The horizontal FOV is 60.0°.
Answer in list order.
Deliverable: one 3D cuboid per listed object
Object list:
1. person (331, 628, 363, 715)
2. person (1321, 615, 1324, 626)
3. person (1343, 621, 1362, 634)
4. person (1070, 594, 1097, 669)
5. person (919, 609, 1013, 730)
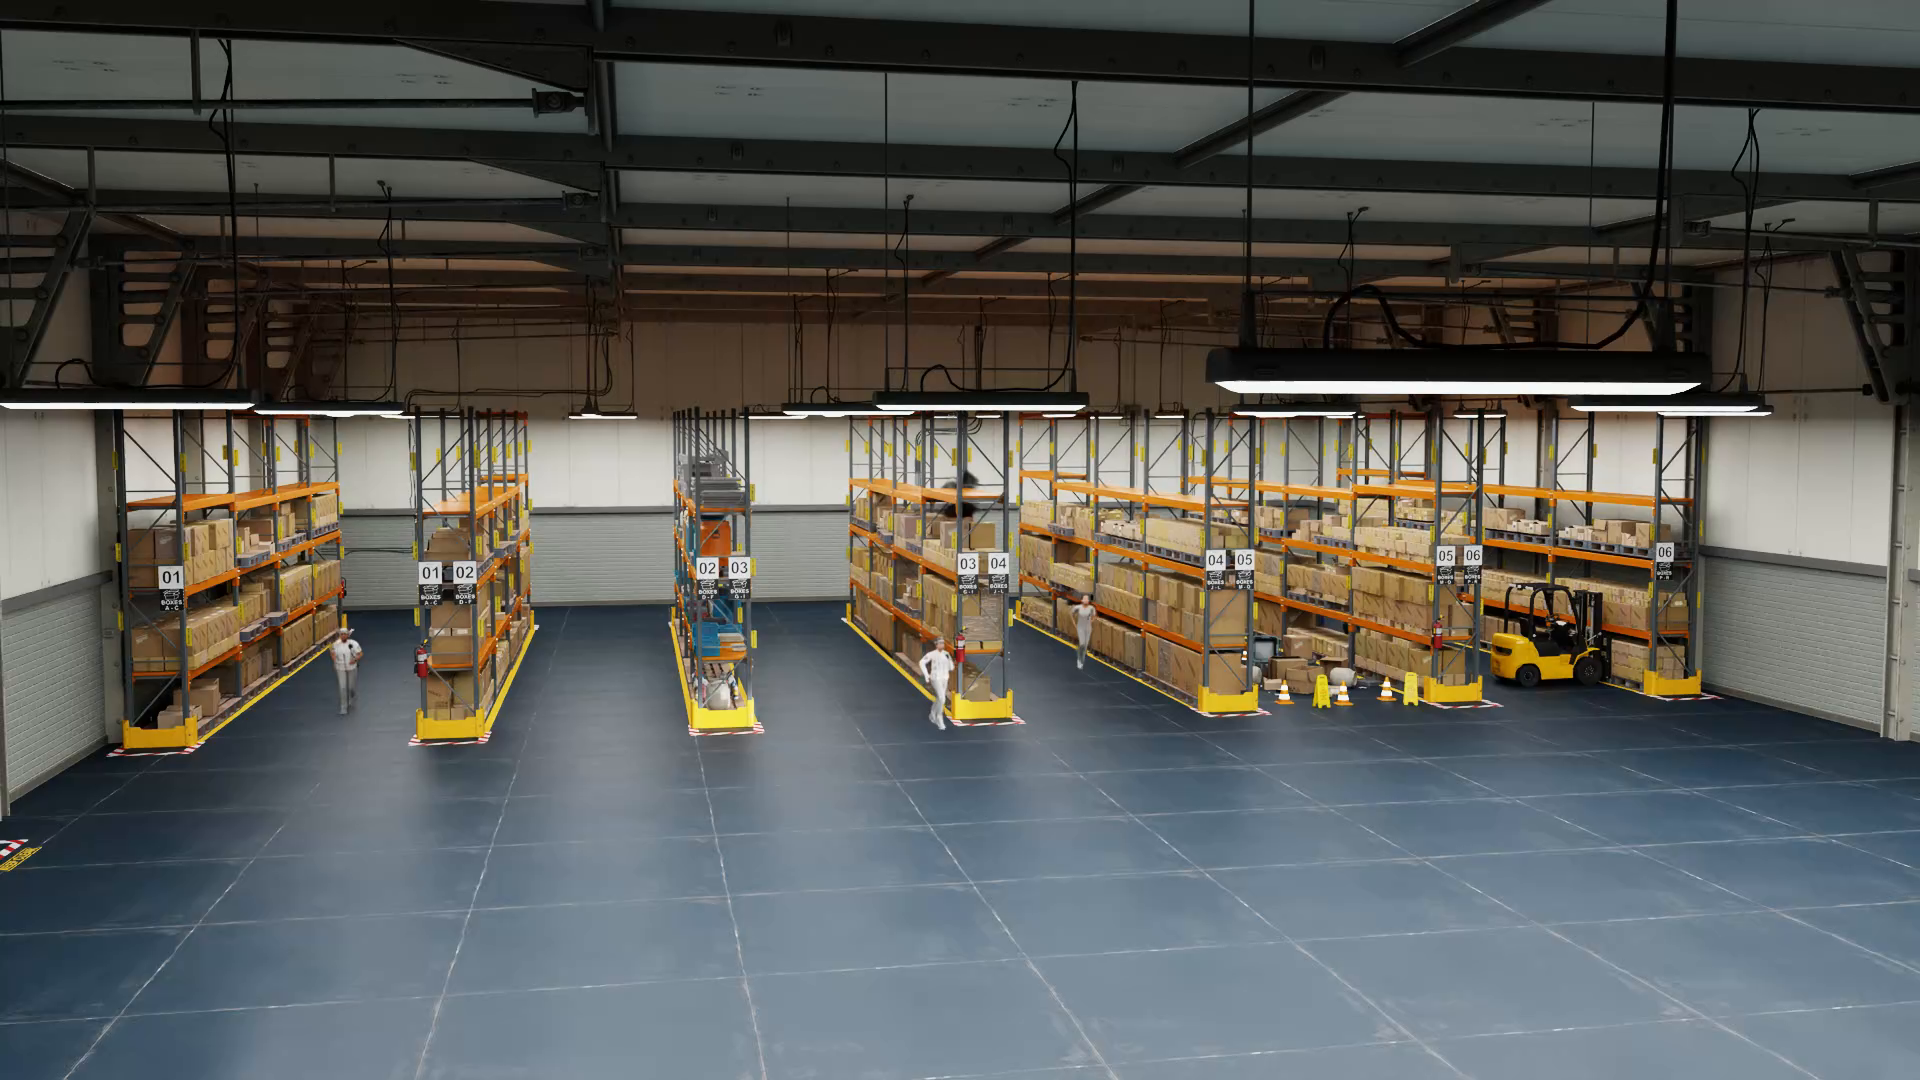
[{"bbox_3d":[-12.055,2.552,32.720,0.599,1.653,0.858,-1,4,-15],"label":"person"},{"bbox_3d":[10.020,1.701,46.472,0.575,1.416,0.628,-1,4,-18],"label":"person"},{"bbox_3d":[10.152,2.010,43.076,0.517,1.352,0.983,-1,4,-11],"label":"person"},{"bbox_3d":[2.744,2.011,36.738,0.560,1.668,0.660,-1,4,-11],"label":"person"},{"bbox_3d":[0.202,2.443,31.634,2.096,2.114,0.727,-3,5,-39],"label":"person"}]
